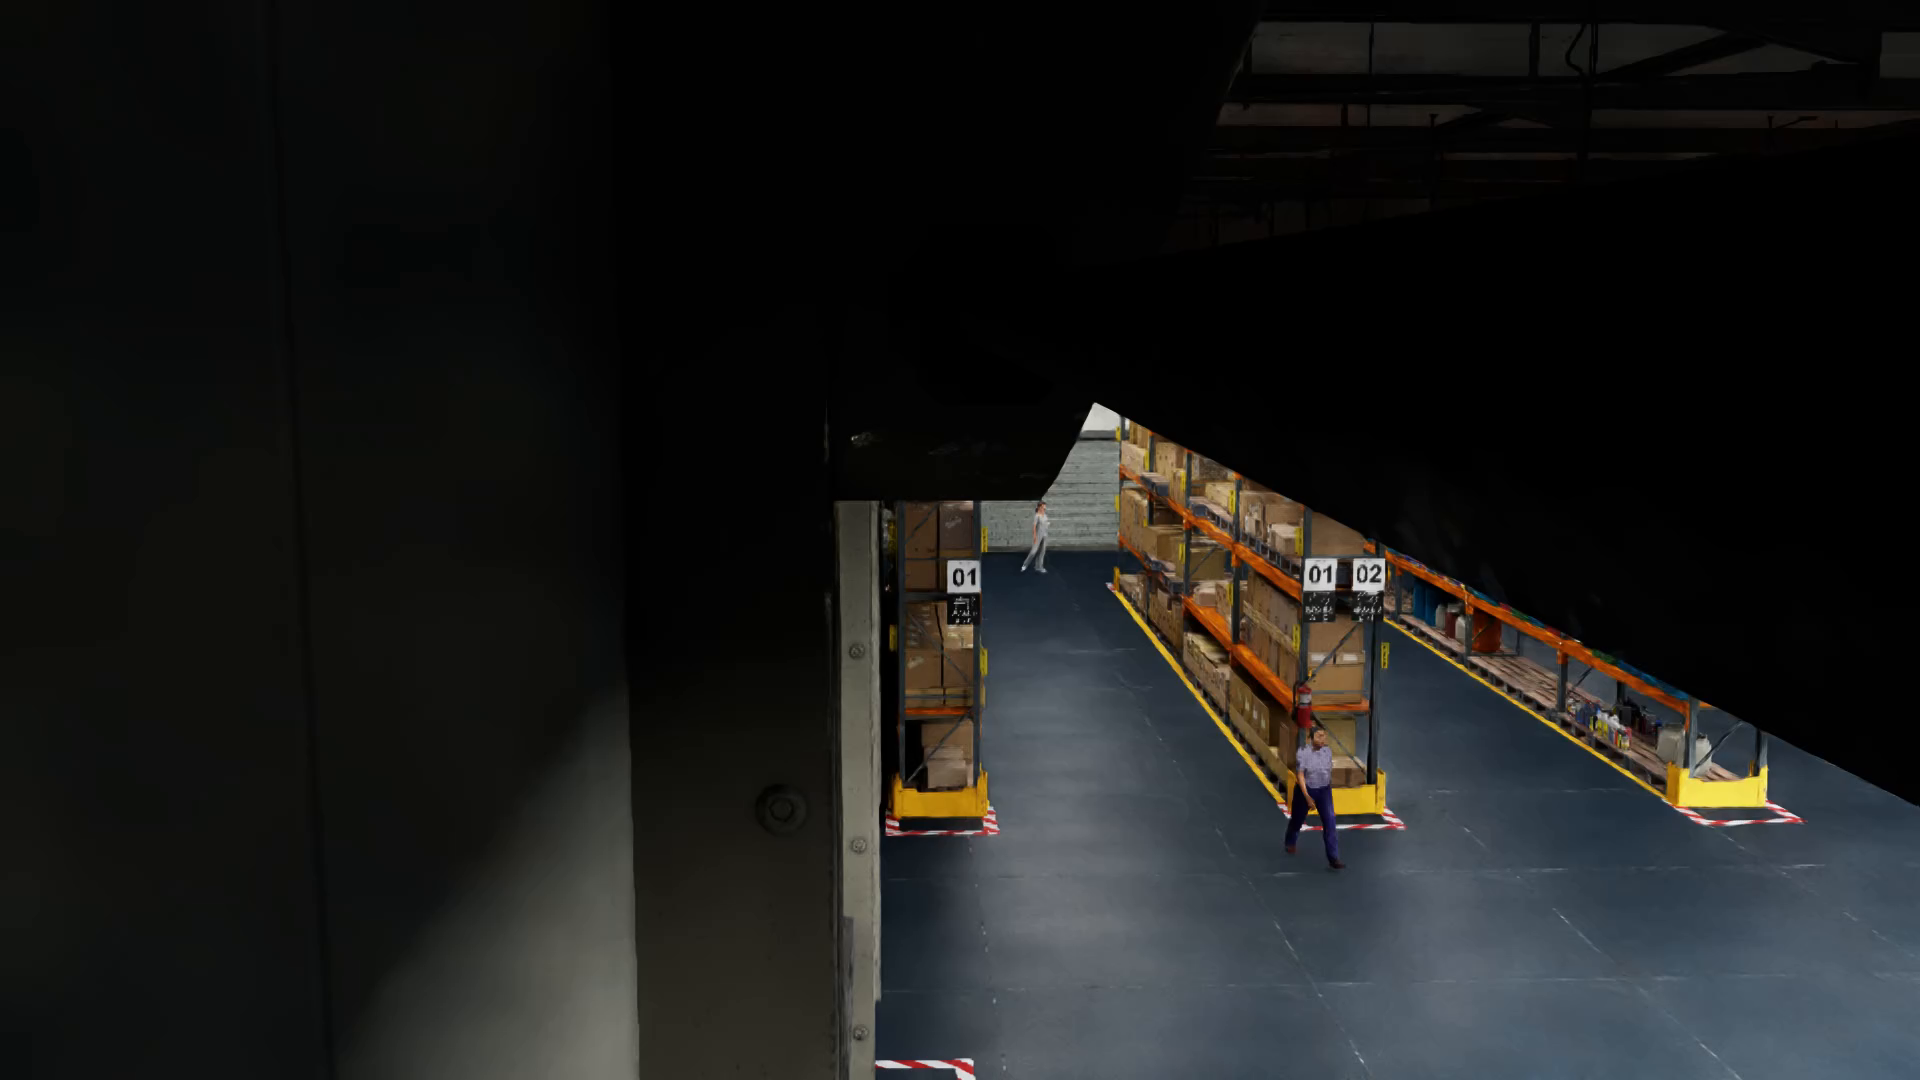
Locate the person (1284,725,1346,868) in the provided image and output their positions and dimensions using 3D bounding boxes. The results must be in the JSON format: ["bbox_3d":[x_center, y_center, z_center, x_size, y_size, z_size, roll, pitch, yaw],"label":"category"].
[{"bbox_3d":[3.984,2.852,18.759,0.477,1.581,0.999,-2,8,-11],"label":"person"}]

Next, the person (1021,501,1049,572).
[{"bbox_3d":[1.746,-0.078,38.837,0.650,1.665,0.495,-8,11,-43],"label":"person"}]
